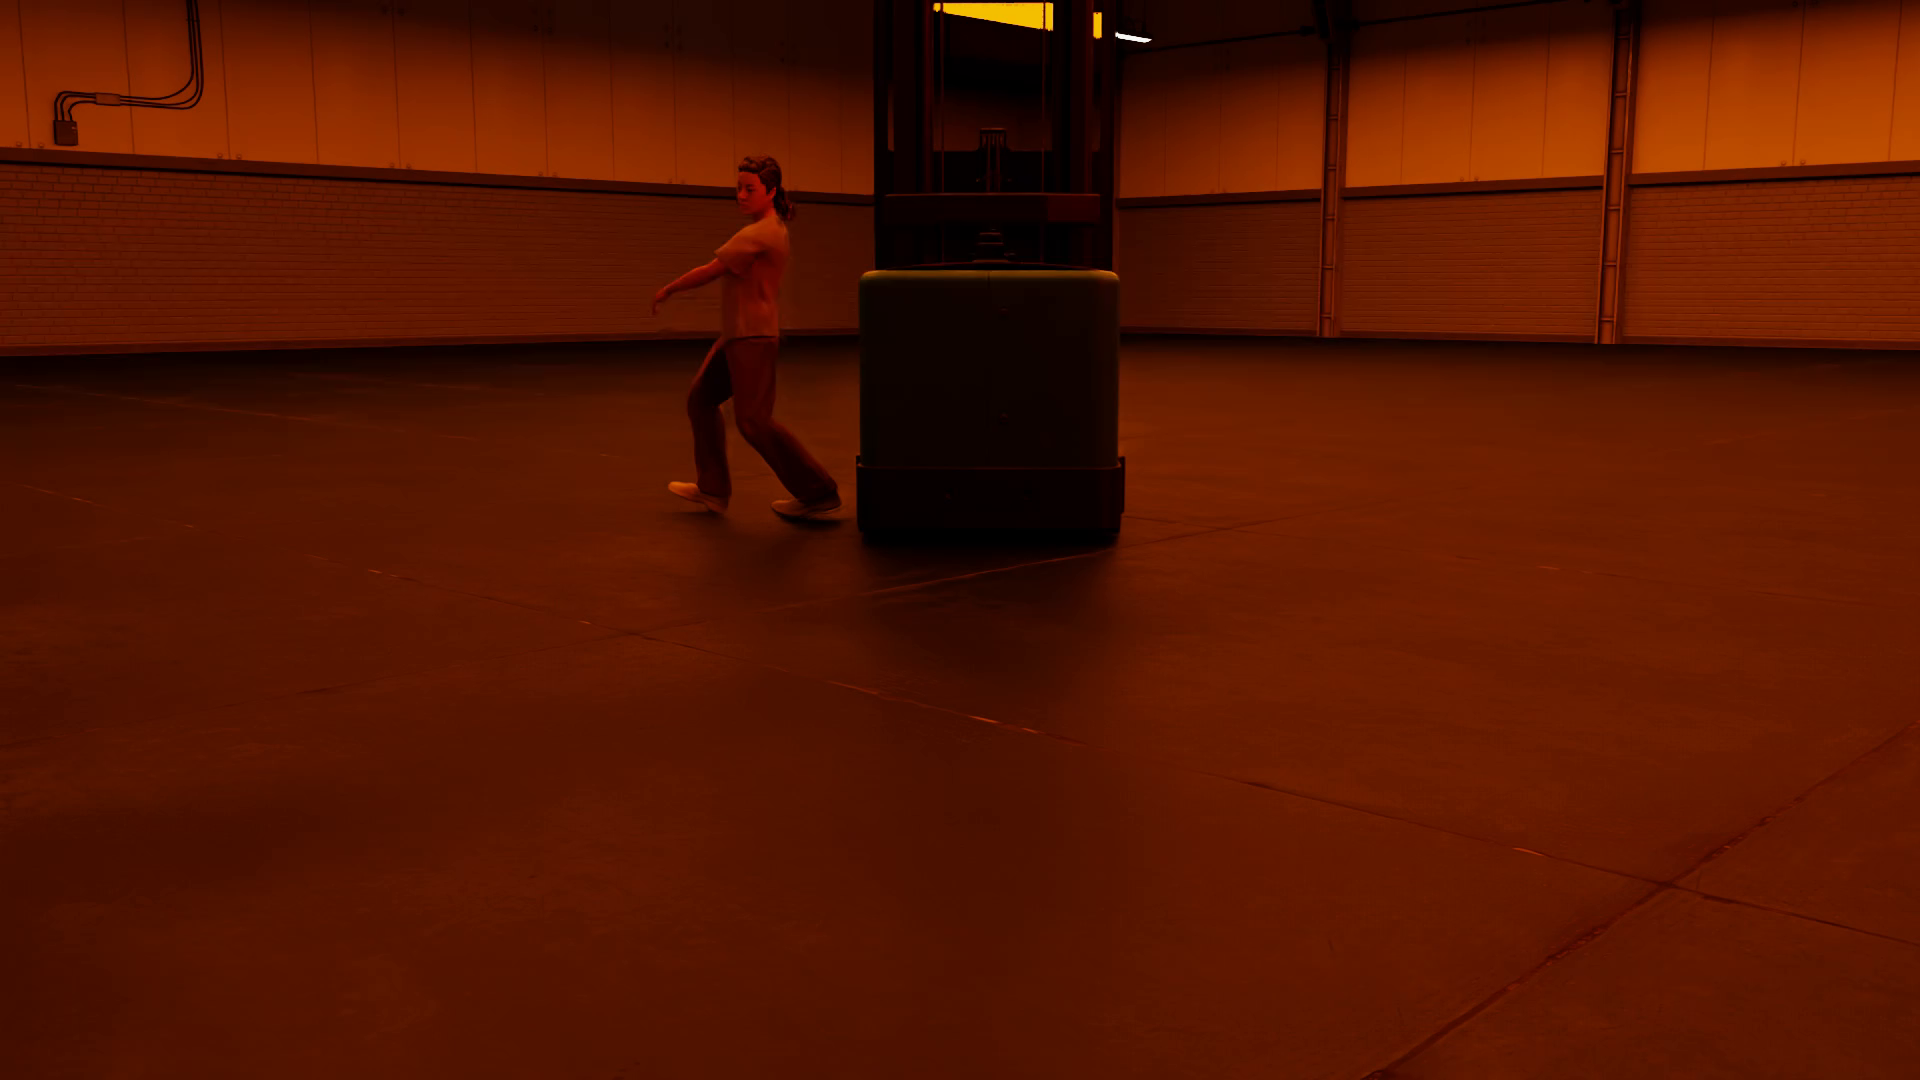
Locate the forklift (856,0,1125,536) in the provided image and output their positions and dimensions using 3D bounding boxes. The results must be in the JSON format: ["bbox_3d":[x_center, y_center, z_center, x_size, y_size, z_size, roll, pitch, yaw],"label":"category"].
[{"bbox_3d":[0.162,-1.648,7.817,1.130,2.935,3.031,0,9,2],"label":"forklift"}]

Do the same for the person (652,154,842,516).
[{"bbox_3d":[-0.948,-0.892,7.378,0.810,1.584,0.649,-1,9,-7],"label":"person"}]
